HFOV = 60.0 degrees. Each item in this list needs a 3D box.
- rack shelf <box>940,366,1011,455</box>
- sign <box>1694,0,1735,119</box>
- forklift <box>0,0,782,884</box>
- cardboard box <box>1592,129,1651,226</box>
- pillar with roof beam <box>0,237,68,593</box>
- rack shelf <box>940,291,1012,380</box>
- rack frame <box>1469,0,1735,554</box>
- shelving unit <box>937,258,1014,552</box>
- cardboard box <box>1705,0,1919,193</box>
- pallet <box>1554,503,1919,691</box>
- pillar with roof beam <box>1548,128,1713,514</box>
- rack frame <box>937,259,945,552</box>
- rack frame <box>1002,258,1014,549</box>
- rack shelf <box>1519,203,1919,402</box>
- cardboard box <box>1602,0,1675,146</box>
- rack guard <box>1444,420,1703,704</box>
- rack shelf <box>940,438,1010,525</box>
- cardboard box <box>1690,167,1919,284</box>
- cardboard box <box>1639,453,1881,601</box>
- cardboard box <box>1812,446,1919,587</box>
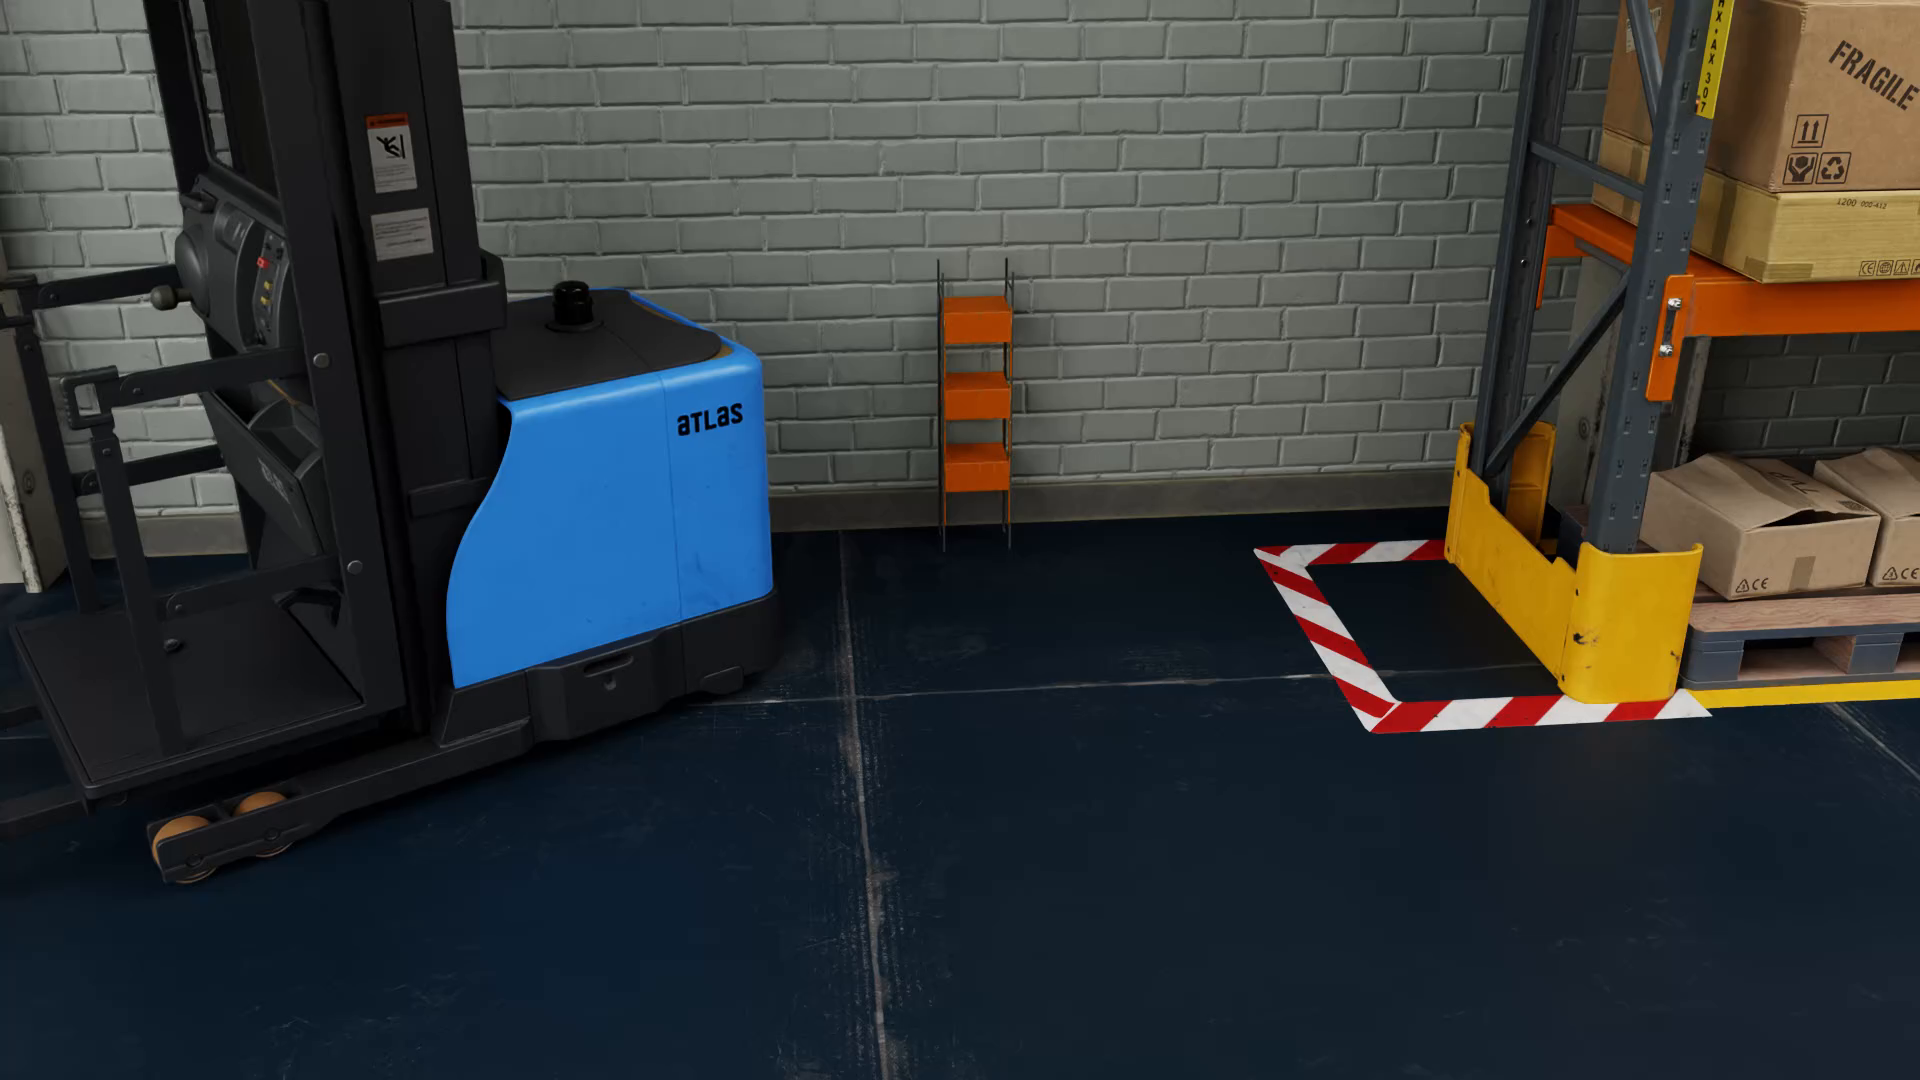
[{"bbox_3d":[0.053,-0.472,6.046,0.240,0.259,0.215,-2,24,-5],"label":"rack shelf"},{"bbox_3d":[1.982,-1.280,4.371,0.005,0.325,0.100,-2,24,-5],"label":"sign"},{"bbox_3d":[-2.051,-0.703,4.223,3.031,2.935,1.130,-17,29,-33],"label":"forklift"},{"bbox_3d":[2.374,-1.141,5.284,0.500,0.250,0.500,-2,24,-4],"label":"cardboard box"},{"bbox_3d":[-3.008,-2.243,0.217,0.400,9.000,9.100,-2,24,-5],"label":"pillar with roof beam"},{"bbox_3d":[0.053,-0.732,5.931,0.240,0.259,0.215,-2,24,-5],"label":"rack shelf"},{"bbox_3d":[1.928,-1.104,5.040,0.127,3.000,1.000,-2,24,-5],"label":"rack frame"},{"bbox_3d":[0.053,-0.482,6.042,0.252,1.050,0.215,-2,24,-5],"label":"shelving unit"},{"bbox_3d":[2.433,-1.284,4.683,0.500,0.500,0.500,-2,24,-5],"label":"cardboard box"},{"bbox_3d":[2.816,0.149,5.654,1.213,0.211,1.003,-2,24,-5],"label":"pallet"},{"bbox_3d":[2.963,-2.482,0.756,0.400,9.000,9.100,-2,24,-5],"label":"pillar with roof beam"},{"bbox_3d":[-0.068,-0.477,6.031,0.008,1.050,0.200,-2,24,-5],"label":"rack frame"},{"bbox_3d":[0.175,-0.487,6.053,0.008,1.050,0.200,-2,24,-5],"label":"rack frame"},{"bbox_3d":[3.918,-0.855,5.366,4.000,0.370,1.077,-2,24,-5],"label":"rack shelf"},{"bbox_3d":[2.376,-1.492,5.150,0.500,0.500,0.500,-3,24,-6],"label":"cardboard box"},{"bbox_3d":[2.004,0.036,5.554,0.348,0.500,1.175,-2,24,-5],"label":"rack guard"},{"bbox_3d":[0.053,-0.218,6.159,0.240,0.259,0.215,-2,24,-5],"label":"rack shelf"},{"bbox_3d":[2.445,-0.935,4.821,0.500,0.250,0.500,-3,24,-7],"label":"cardboard box"},{"bbox_3d":[2.626,-0.067,5.477,0.500,0.311,0.500,-5,24,-11],"label":"cardboard box"},{"bbox_3d":[3.193,-0.090,5.528,0.500,0.311,0.500,0,24,-1],"label":"cardboard box"}]
